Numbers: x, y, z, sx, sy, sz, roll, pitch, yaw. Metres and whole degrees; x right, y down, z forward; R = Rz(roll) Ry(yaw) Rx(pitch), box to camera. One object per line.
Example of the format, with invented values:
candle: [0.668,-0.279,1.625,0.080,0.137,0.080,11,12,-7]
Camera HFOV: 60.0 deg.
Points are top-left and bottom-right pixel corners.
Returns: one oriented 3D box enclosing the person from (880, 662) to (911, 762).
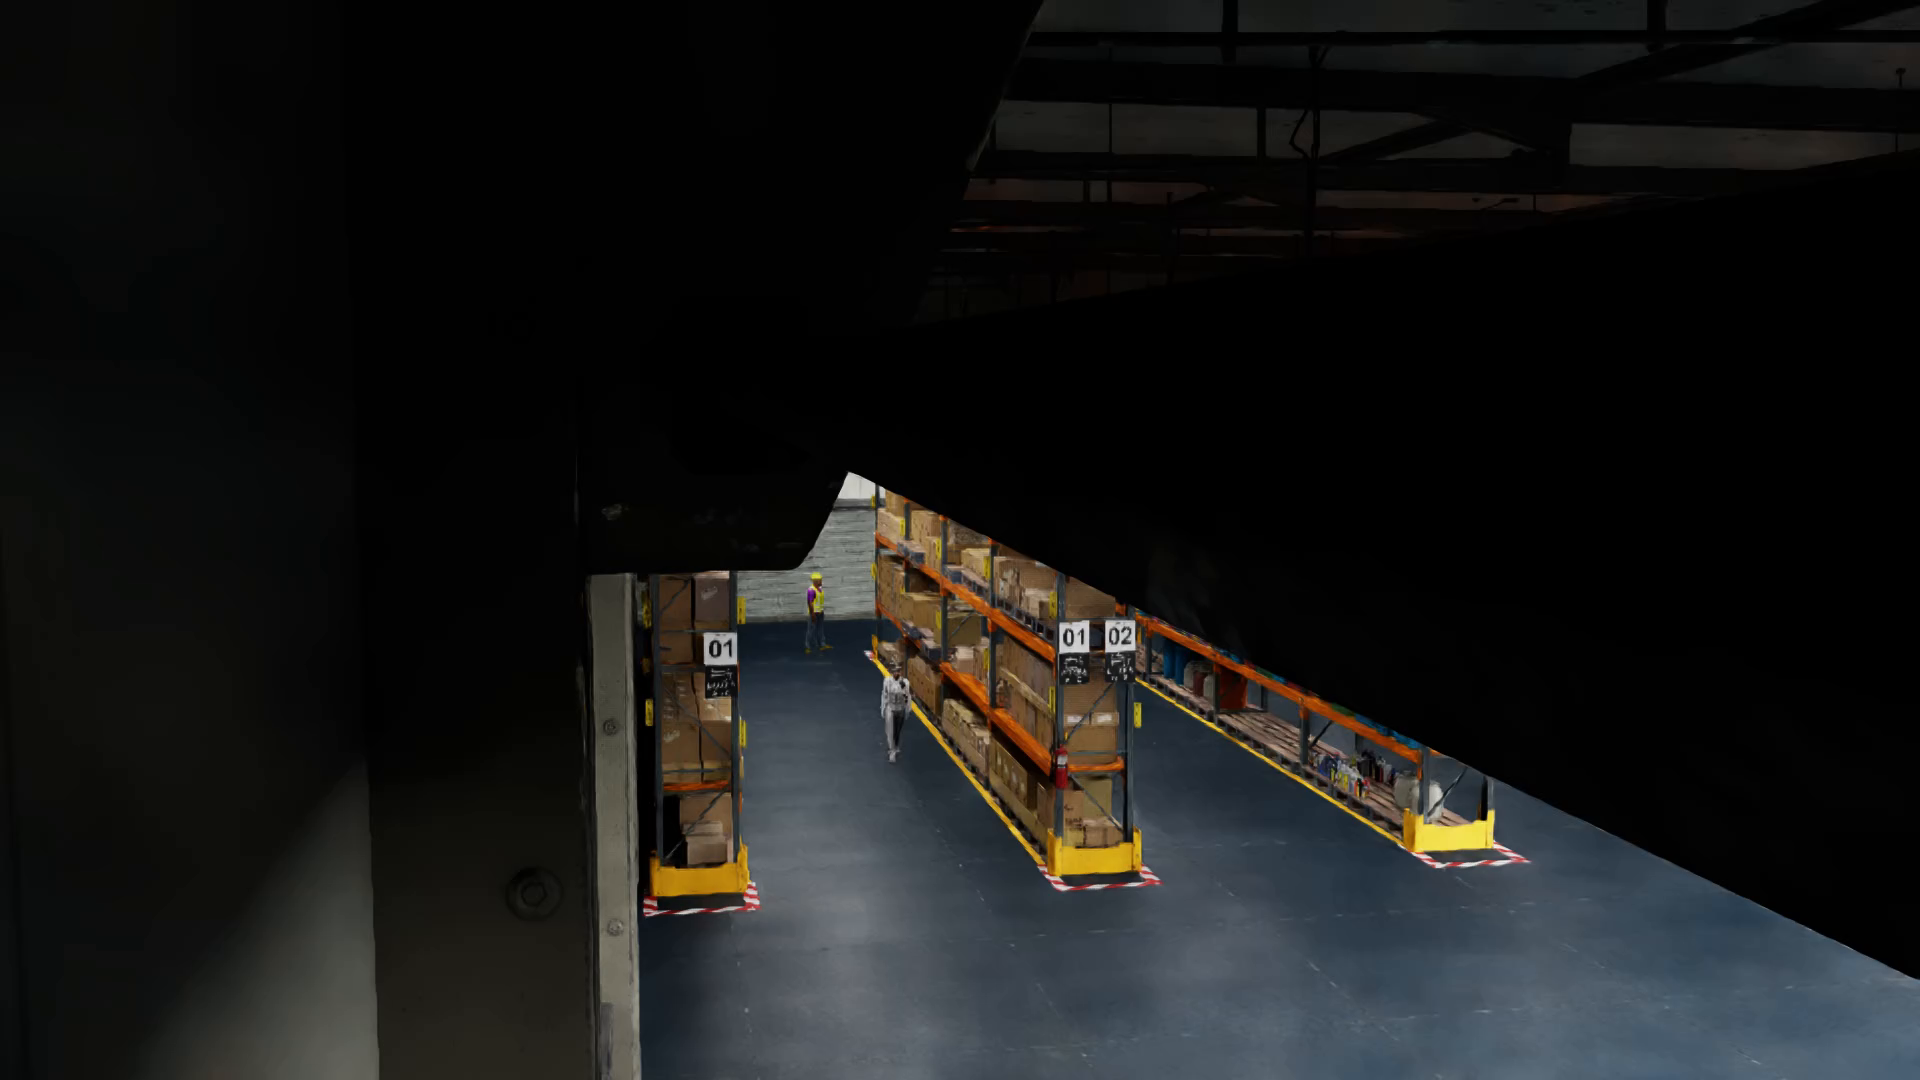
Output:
person: [-1.029,2.745,27.013,0.489,1.588,1.073,-1,6,-11]

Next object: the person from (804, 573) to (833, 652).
person: [-3.210,1.613,37.310,0.501,1.758,0.705,2,6,21]
